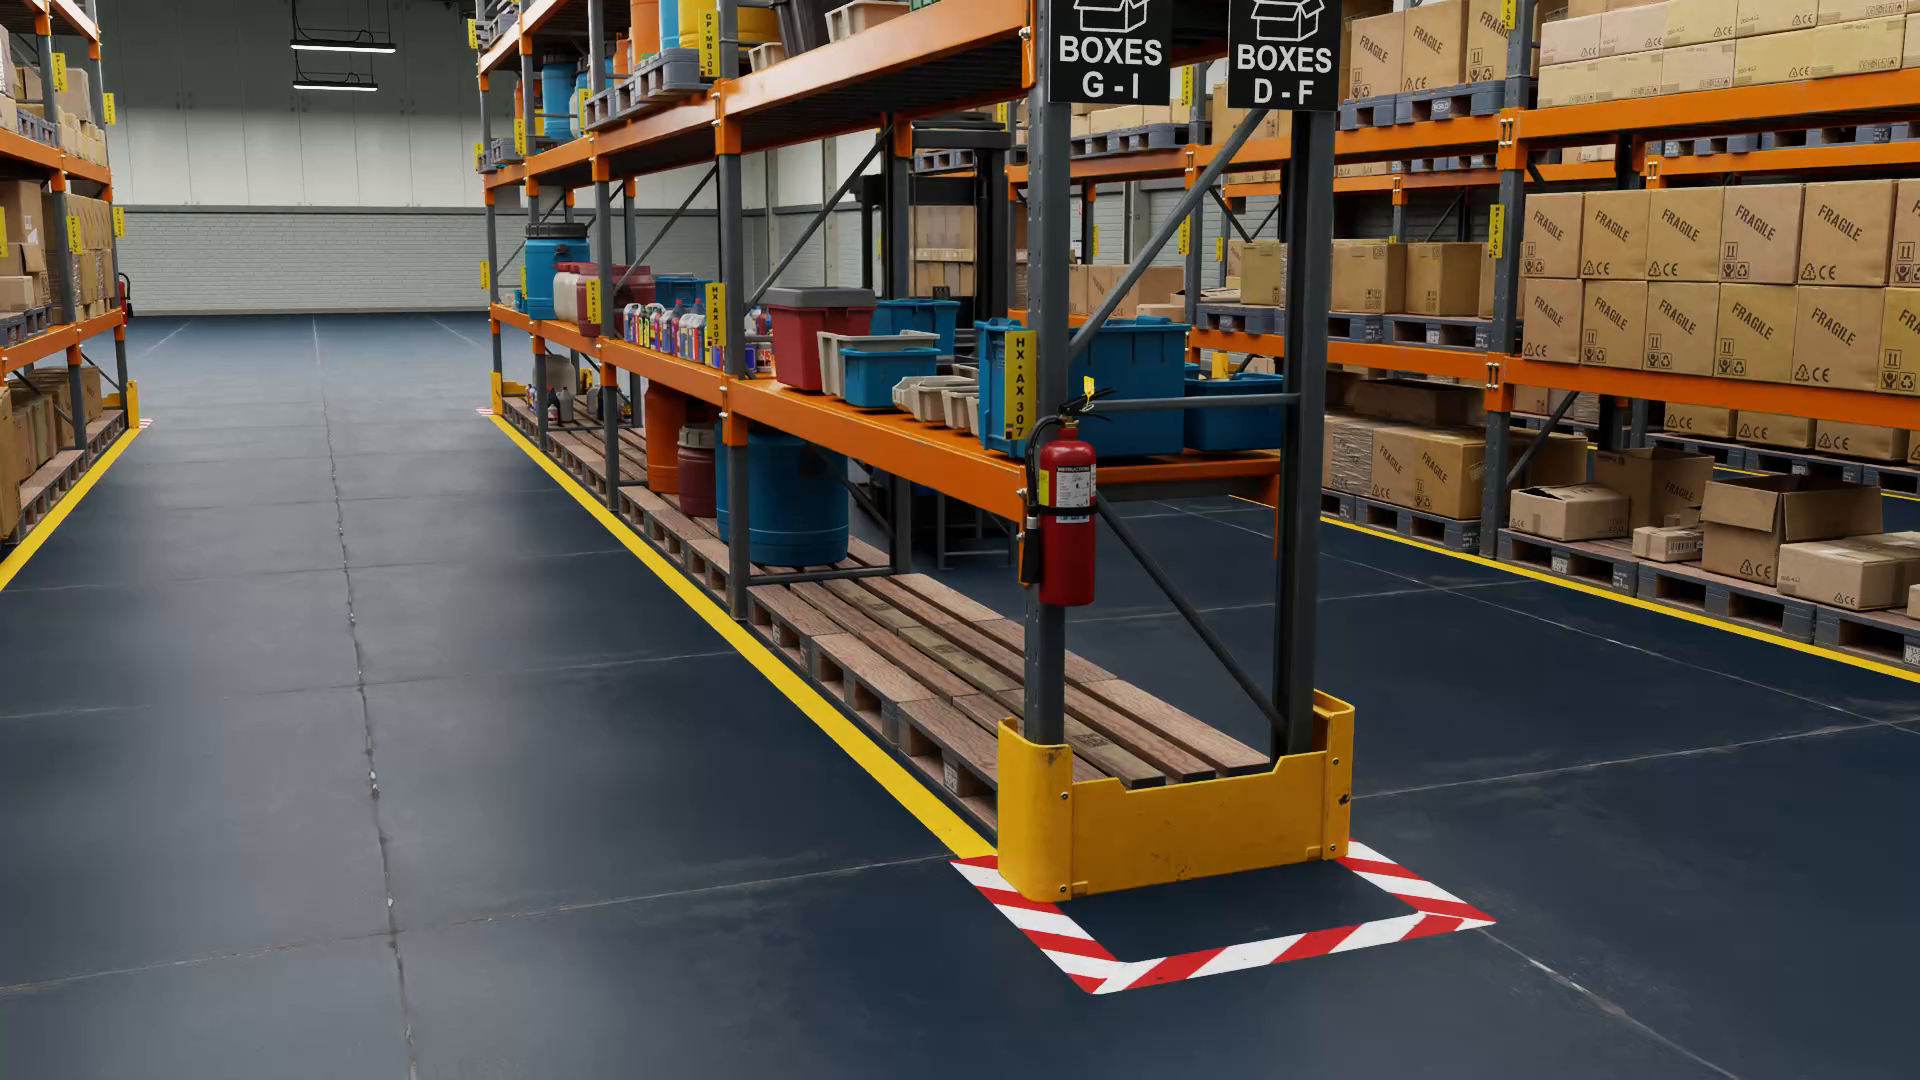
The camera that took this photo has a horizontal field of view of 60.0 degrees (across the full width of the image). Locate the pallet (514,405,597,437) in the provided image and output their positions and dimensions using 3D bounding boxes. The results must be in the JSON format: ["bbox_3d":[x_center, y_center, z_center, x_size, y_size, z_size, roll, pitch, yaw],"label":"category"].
[{"bbox_3d":[-4.310,-1.320,18.236,1.003,0.211,1.213,-4,11,-21],"label":"pallet"}]

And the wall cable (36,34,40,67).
[{"bbox_3d":[-26.027,-12.293,45.126,2.305,6.003,0.169,-4,11,-21],"label":"wall cable"}]

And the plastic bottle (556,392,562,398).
[{"bbox_3d":[-4.102,-1.388,17.179,0.152,0.276,0.135,-4,11,-21],"label":"plastic bottle"}]

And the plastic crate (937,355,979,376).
[{"bbox_3d":[-0.104,-0.803,7.986,0.437,0.125,0.590,-4,11,-21],"label":"plastic crate"}]

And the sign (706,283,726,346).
[{"bbox_3d":[-1.274,-1.177,8.680,0.100,0.325,0.005,-4,11,-21],"label":"sign"}]

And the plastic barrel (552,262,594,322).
[{"bbox_3d":[-3.517,-2.278,15.271,0.433,0.535,0.433,0,10,0],"label":"plastic barrel"}]

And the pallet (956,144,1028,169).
[{"bbox_3d":[0.625,-4.265,18.522,1.003,0.211,1.213,-4,11,-21],"label":"pallet"}]

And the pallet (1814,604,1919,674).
[{"bbox_3d":[4.990,0.495,8.037,1.003,0.211,1.213,-4,11,-21],"label":"pallet"}]

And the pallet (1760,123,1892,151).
[{"bbox_3d":[7.715,-3.456,14.260,1.003,0.211,1.213,-3,11,-18],"label":"pallet"}]

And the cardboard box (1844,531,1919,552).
[{"bbox_3d":[5.012,0.131,8.712,0.500,0.250,0.500,-4,11,-21],"label":"cardboard box"}]

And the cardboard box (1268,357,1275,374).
[{"bbox_3d":[4.498,-2.344,22.451,0.500,0.311,0.500,-3,11,-16],"label":"cardboard box"}]

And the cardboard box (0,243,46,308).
[{"bbox_3d":[-7.561,-2.047,12.869,0.797,0.503,0.637,-3,10,-15],"label":"cardboard box"}]

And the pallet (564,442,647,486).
[{"bbox_3d":[-2.893,-0.683,14.655,1.003,0.211,1.213,-4,11,-21],"label":"pallet"}]

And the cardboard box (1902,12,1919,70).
[{"bbox_3d":[4.704,-2.288,7.582,0.500,0.250,0.500,-4,11,-21],"label":"cardboard box"}]

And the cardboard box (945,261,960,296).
[{"bbox_3d":[0.230,-3.067,19.812,0.700,0.500,0.500,-4,11,-19],"label":"cardboard box"}]

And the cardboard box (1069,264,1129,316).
[{"bbox_3d":[1.413,-2.531,16.800,0.500,0.500,0.500,-3,11,-17],"label":"cardboard box"}]

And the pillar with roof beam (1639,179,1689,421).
[{"bbox_3d":[3.346,-5.304,15.544,9.100,9.000,0.400,-4,11,-21],"label":"pillar with roof beam"}]

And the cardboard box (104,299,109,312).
[{"bbox_3d":[-9.201,-2.484,17.536,0.380,0.149,0.250,-4,11,-21],"label":"cardboard box"}]

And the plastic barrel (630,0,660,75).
[{"bbox_3d":[-2.007,-3.530,11.710,0.600,0.830,0.708,-4,11,-21],"label":"plastic barrel"}]

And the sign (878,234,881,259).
[{"bbox_3d":[-1.010,-3.778,21.398,0.100,0.325,0.005,-4,11,-21],"label":"sign"}]

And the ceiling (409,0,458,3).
[{"bbox_3d":[-12.380,-15.426,46.753,6.000,0.001,6.000,-4,11,-21],"label":"ceiling"}]

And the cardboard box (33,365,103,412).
[{"bbox_3d":[-9.515,-1.592,17.746,0.500,0.500,0.500,-2,10,-10],"label":"cardboard box"}]

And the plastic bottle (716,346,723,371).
[{"bbox_3d":[-1.331,-1.096,9.351,0.061,0.283,0.133,-4,11,-21],"label":"plastic bottle"}]

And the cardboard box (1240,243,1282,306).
[{"bbox_3d":[2.741,-2.202,13.749,0.700,0.500,0.500,-9,13,-40],"label":"cardboard box"}]

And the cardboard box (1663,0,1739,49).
[{"bbox_3d":[4.155,-2.779,8.913,0.500,0.250,0.500,-4,11,-21],"label":"cardboard box"}]

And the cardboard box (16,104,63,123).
[{"bbox_3d":[-8.106,-3.738,14.596,0.380,0.149,0.250,-4,11,-23],"label":"cardboard box"}]

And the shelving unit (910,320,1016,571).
[{"bbox_3d":[0.003,-0.644,10.759,0.538,1.500,1.048,-2,10,-11],"label":"shelving unit"}]

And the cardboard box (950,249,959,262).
[{"bbox_3d":[0.103,-3.344,19.519,0.380,0.149,0.250,-4,11,-19],"label":"cardboard box"}]

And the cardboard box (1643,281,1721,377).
[{"bbox_3d":[4.156,-1.172,9.160,0.500,0.500,0.500,-4,11,-21],"label":"cardboard box"}]

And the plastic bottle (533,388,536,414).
[{"bbox_3d":[-4.508,-1.486,17.743,0.097,0.271,0.097,0,10,0],"label":"plastic bottle"}]

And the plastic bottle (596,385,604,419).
[{"bbox_3d":[-3.700,-1.442,17.270,0.144,0.351,0.185,-4,11,-21],"label":"plastic bottle"}]

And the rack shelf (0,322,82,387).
[{"bbox_3d":[-7.551,-1.386,12.700,1.077,0.370,4.000,-4,11,-21],"label":"rack shelf"}]

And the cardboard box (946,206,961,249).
[{"bbox_3d":[0.246,-3.700,19.667,0.700,0.500,0.500,-4,11,-21],"label":"cardboard box"}]

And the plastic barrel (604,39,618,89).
[{"bbox_3d":[-2.799,-3.822,14.343,0.600,0.901,0.708,-4,11,-21],"label":"plastic barrel"}]

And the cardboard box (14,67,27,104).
[{"bbox_3d":[-9.439,-4.379,16.343,0.500,0.500,0.500,-4,11,-21],"label":"cardboard box"}]

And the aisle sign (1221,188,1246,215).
[{"bbox_3d":[3.819,-4.935,23.176,0.394,0.787,0.004,-4,11,-21],"label":"aisle sign"}]

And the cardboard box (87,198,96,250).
[{"bbox_3d":[-8.757,-3.088,16.226,0.500,0.500,0.500,-4,11,-21],"label":"cardboard box"}]

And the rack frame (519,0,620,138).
[{"bbox_3d":[-3.659,-5.334,15.714,1.000,3.000,0.127,-4,11,-21],"label":"rack frame"}]

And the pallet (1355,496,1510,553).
[{"bbox_3d":[3.528,-0.146,11.639,1.003,0.211,1.213,-4,11,-21],"label":"pallet"}]

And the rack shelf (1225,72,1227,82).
[{"bbox_3d":[4.850,-5.934,21.147,1.077,0.370,4.000,-4,11,-21],"label":"rack shelf"}]

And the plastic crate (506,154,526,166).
[{"bbox_3d":[-4.618,-3.964,17.328,0.243,0.136,0.396,-4,11,-21],"label":"plastic crate"}]

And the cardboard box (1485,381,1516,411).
[{"bbox_3d":[6.238,-1.709,18.346,0.700,0.500,0.500,-4,11,-20],"label":"cardboard box"}]

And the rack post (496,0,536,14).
[{"bbox_3d":[-4.378,-5.636,17.624,0.937,0.300,0.954,-4,11,-22],"label":"rack post"}]

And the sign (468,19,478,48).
[{"bbox_3d":[-5.623,-5.850,19.210,0.100,0.325,0.005,-4,11,-21],"label":"sign"}]

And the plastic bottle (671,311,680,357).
[{"bbox_3d":[-1.779,-1.298,10.485,0.061,0.283,0.133,-4,11,-21],"label":"plastic bottle"}]

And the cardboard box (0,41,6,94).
[{"bbox_3d":[-6.937,-3.362,11.476,0.500,0.500,0.500,-4,11,-21],"label":"cardboard box"}]

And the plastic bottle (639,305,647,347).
[{"bbox_3d":[-2.181,-1.479,11.503,0.061,0.283,0.133,-4,11,-21],"label":"plastic bottle"}]

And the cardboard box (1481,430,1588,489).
[{"bbox_3d":[3.909,-0.469,11.373,0.500,0.500,0.500,-4,11,-23],"label":"cardboard box"}]

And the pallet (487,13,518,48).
[{"bbox_3d":[-4.430,-5.377,17.633,1.003,0.211,1.213,-4,11,-21],"label":"pallet"}]

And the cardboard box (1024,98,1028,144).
[{"bbox_3d":[1.022,-4.595,18.239,0.500,0.500,0.500,-3,11,-16],"label":"cardboard box"}]

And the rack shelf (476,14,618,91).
[{"bbox_3d":[-4.384,-5.110,17.647,1.077,0.370,4.000,-4,11,-21],"label":"rack shelf"}]

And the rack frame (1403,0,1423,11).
[{"bbox_3d":[5.574,-5.963,19.249,1.000,3.000,0.127,-4,11,-21],"label":"rack frame"}]

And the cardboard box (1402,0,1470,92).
[{"bbox_3d":[3.480,-3.365,11.439,0.600,0.600,0.600,-4,11,-22],"label":"cardboard box"}]

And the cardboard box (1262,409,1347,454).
[{"bbox_3d":[2.679,-0.768,13.053,0.500,0.500,0.500,-4,11,-22],"label":"cardboard box"}]

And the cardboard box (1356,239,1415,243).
[{"bbox_3d":[5.115,-3.372,20.043,0.500,0.500,0.500,-4,11,-21],"label":"cardboard box"}]

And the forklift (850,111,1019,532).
[{"bbox_3d":[-0.233,-1.708,12.650,1.130,2.935,3.031,-2,10,-11],"label":"forklift"}]

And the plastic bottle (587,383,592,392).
[{"bbox_3d":[-4.068,-1.591,18.301,0.061,0.283,0.133,-4,11,-21],"label":"plastic bottle"}]
